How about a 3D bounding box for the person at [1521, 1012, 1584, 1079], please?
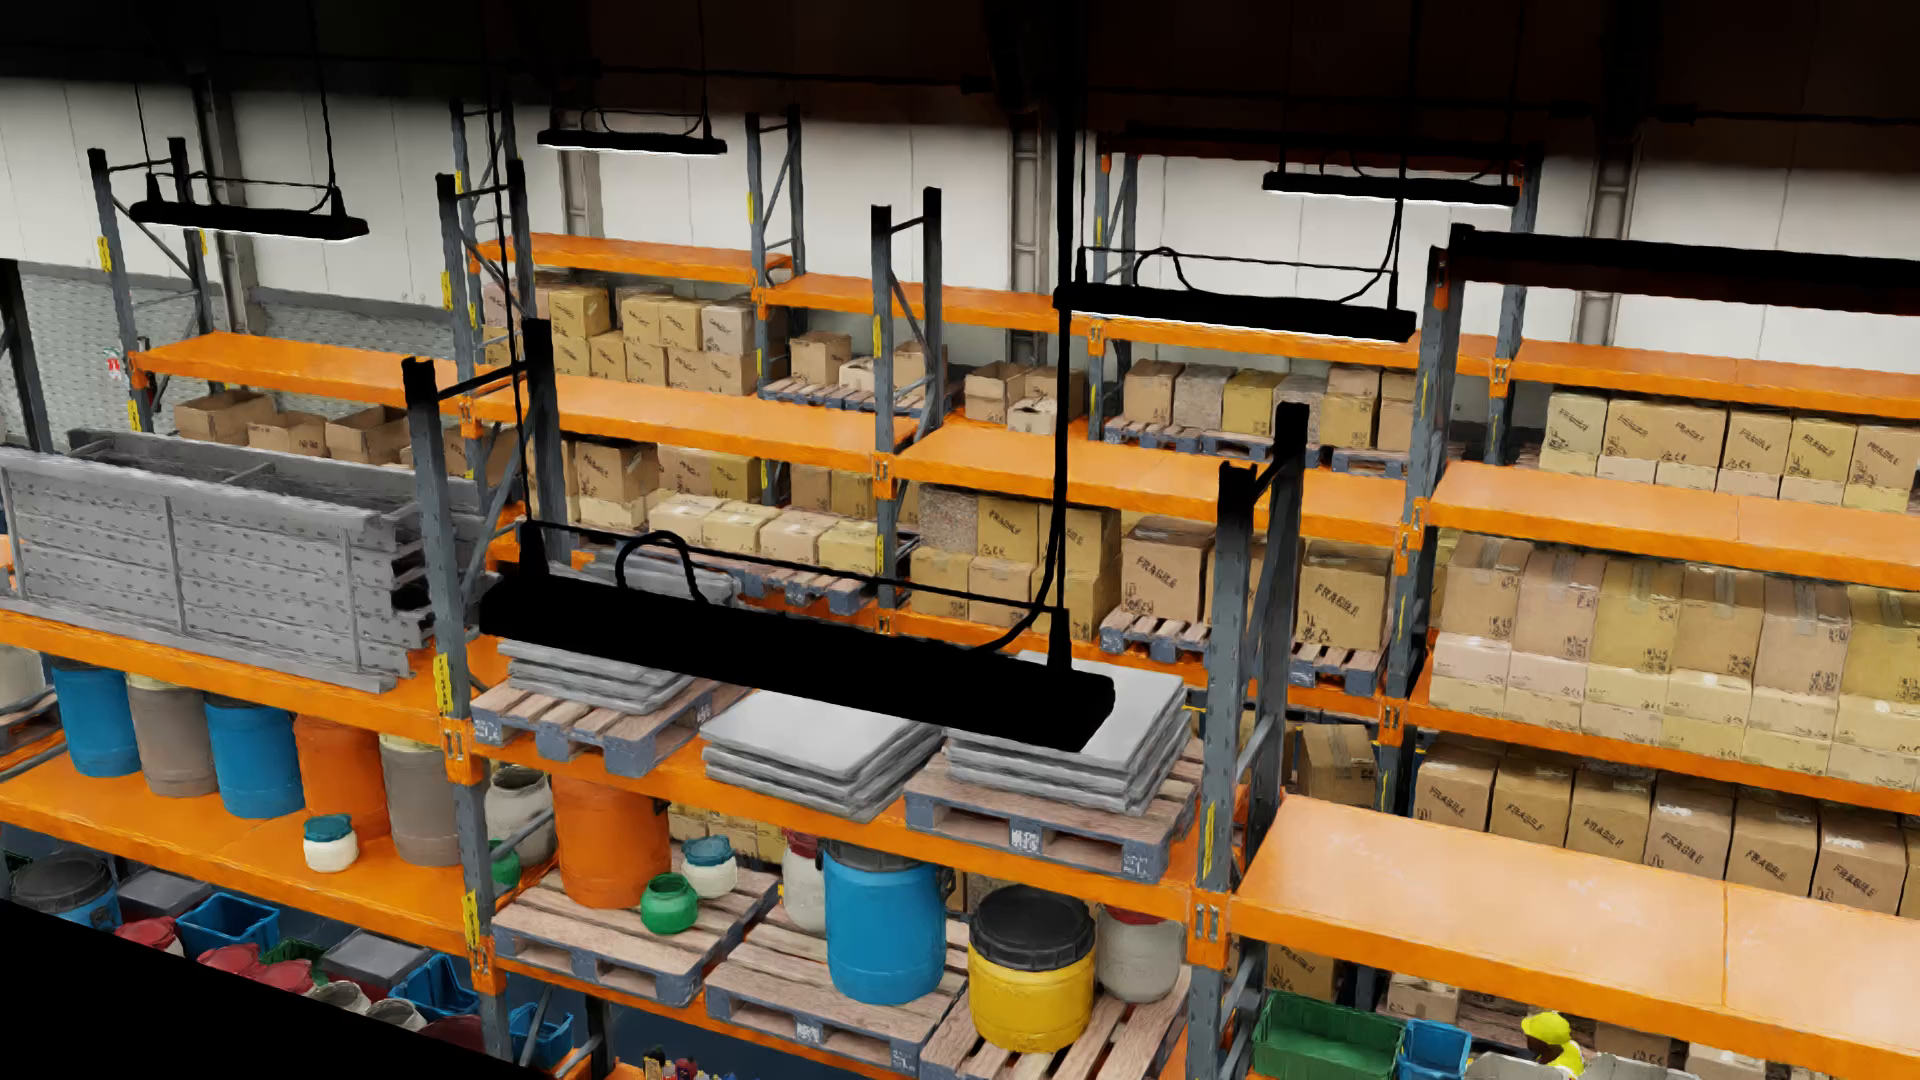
[{"bbox_3d":[3.720,3.709,10.392,0.578,1.714,0.719,8,22,21],"label":"person"}]
